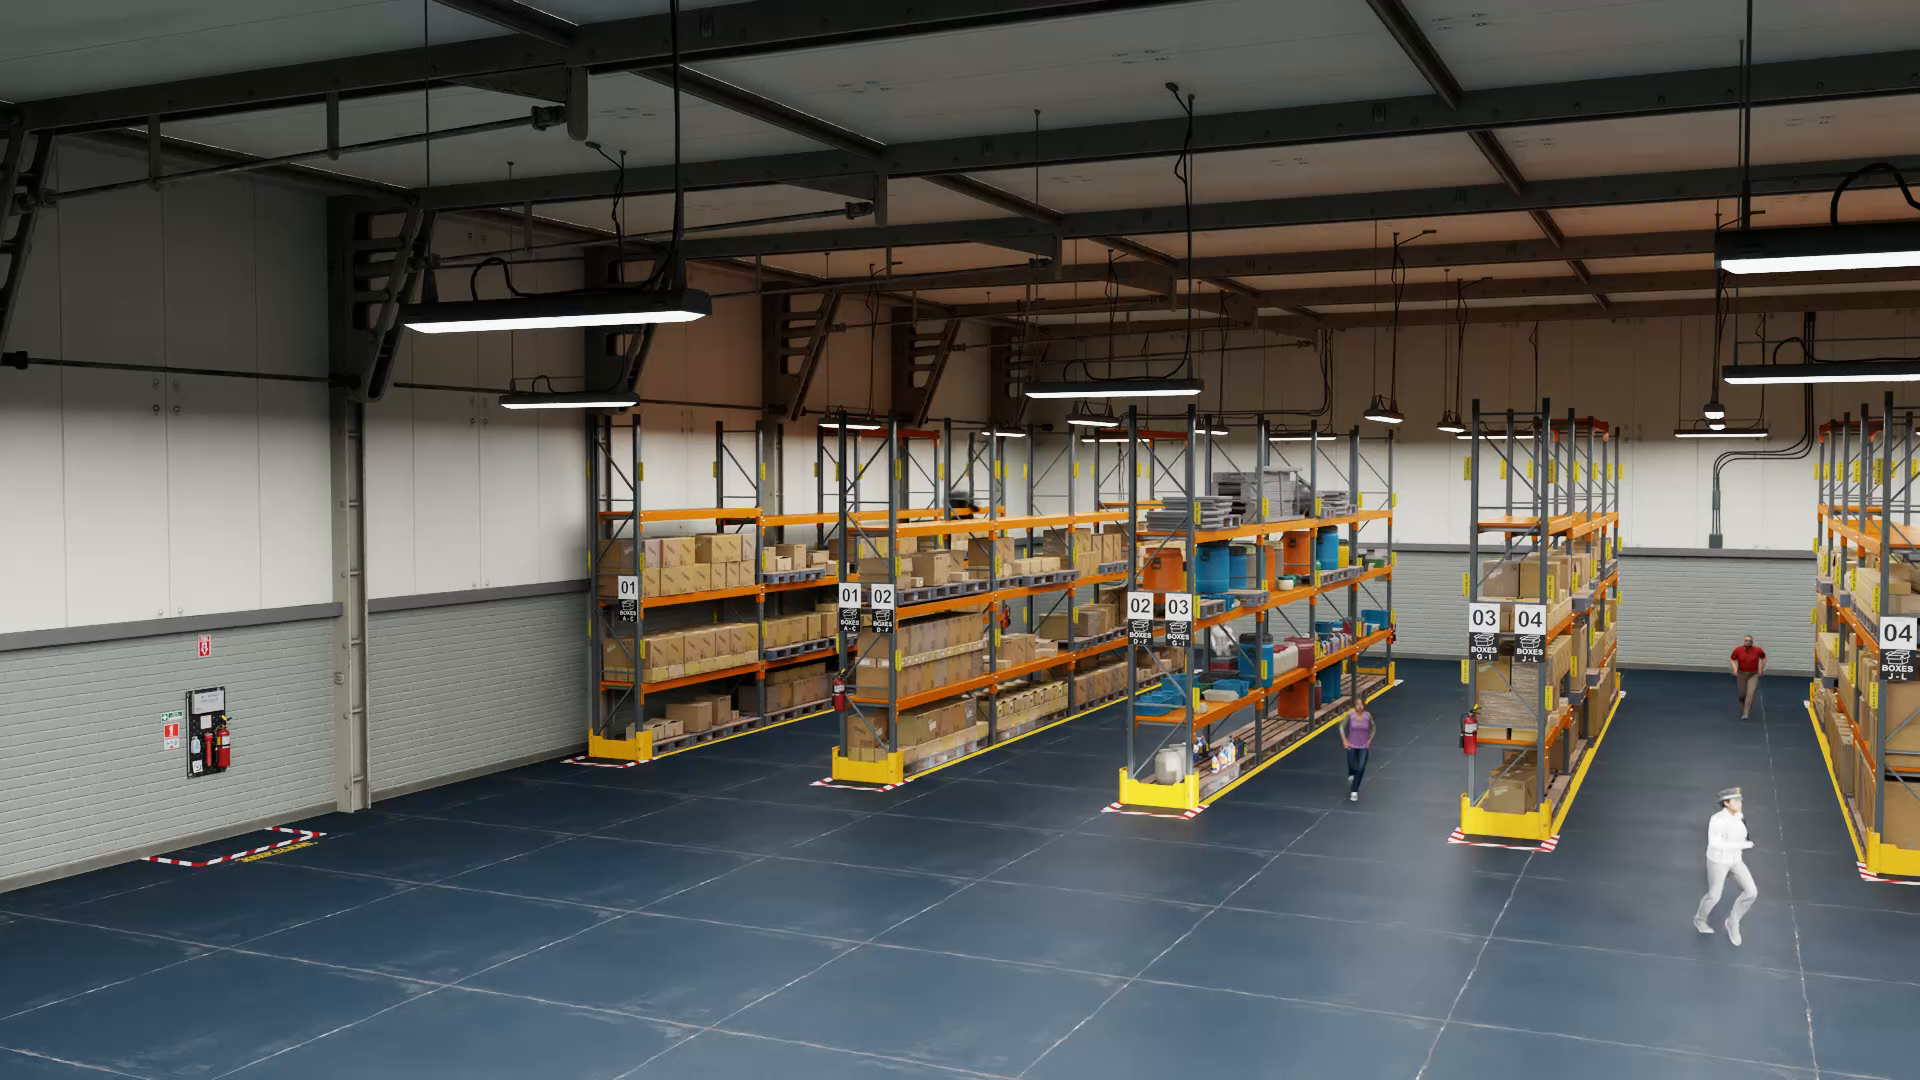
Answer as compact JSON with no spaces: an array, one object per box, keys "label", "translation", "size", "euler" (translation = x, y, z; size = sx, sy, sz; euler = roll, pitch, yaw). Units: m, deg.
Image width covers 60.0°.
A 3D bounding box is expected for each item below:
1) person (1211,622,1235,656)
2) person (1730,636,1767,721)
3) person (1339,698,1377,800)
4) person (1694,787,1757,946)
[{"label":"person","translation":[6.187,2.571,39.179],"size":[0.570,1.628,0.673],"euler":[0,2,12]},{"label":"person","translation":[16.031,2.782,33.821],"size":[0.680,1.701,0.917],"euler":[1,3,23]},{"label":"person","translation":[6.107,3.184,25.534],"size":[0.556,1.562,0.536],"euler":[0,2,7]},{"label":"person","translation":[8.127,3.430,17.651],"size":[0.641,1.684,0.792],"euler":[-1,3,-24]}]
